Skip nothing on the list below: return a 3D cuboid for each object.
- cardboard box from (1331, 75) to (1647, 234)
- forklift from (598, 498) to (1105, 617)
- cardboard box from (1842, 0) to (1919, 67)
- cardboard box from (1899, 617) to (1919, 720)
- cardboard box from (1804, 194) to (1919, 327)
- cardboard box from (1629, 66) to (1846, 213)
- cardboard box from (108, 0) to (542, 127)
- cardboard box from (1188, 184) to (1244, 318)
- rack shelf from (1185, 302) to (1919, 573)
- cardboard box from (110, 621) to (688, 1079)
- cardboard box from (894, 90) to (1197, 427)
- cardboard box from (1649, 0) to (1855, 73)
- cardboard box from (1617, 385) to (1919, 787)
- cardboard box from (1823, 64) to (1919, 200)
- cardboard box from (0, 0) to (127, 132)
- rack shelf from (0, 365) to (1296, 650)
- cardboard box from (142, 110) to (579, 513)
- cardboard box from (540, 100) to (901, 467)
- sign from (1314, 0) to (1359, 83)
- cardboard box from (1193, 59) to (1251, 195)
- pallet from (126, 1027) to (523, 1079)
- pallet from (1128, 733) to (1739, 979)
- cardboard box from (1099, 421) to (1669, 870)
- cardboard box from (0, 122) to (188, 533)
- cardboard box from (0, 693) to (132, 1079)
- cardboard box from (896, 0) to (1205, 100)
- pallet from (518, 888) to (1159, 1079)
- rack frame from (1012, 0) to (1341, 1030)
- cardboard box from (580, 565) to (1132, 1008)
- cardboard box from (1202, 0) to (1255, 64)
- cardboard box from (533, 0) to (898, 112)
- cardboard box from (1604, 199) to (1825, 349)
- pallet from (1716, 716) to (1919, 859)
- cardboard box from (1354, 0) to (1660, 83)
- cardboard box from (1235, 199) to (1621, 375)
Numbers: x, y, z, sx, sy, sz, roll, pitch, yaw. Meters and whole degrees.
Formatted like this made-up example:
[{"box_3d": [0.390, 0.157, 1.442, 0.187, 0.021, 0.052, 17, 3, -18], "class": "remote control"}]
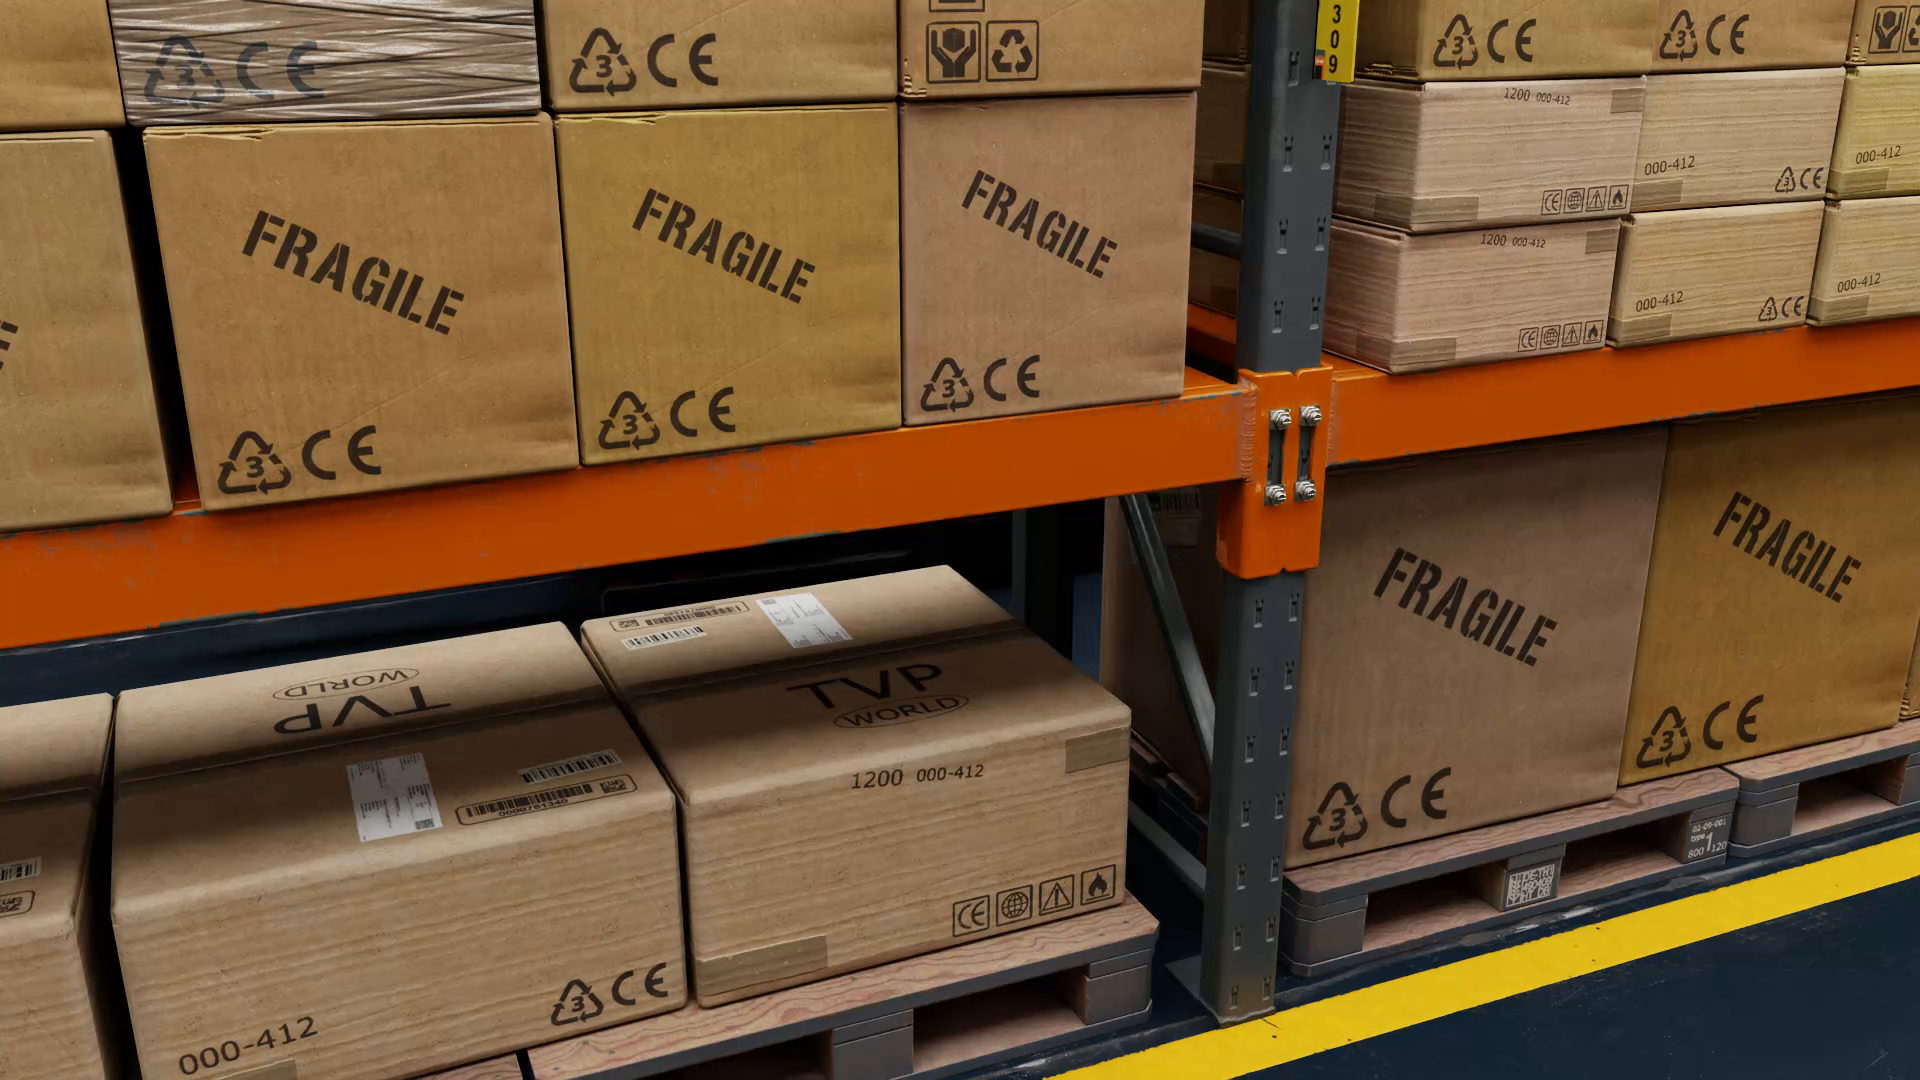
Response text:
[{"box_3d": [0.890, -0.747, 3.099, 0.500, 0.250, 0.500, -9, 21, -23], "class": "cardboard box"}, {"box_3d": [-0.943, -1.290, 5.272, 3.031, 2.935, 1.130, -7, 20, -18], "class": "forklift"}, {"box_3d": [1.810, -1.239, 3.369, 0.500, 0.500, 0.500, -9, 21, -23], "class": "cardboard box"}, {"box_3d": [2.560, -0.150, 4.499, 0.875, 0.875, 0.875, -8, 21, -21], "class": "cardboard box"}, {"box_3d": [1.834, -0.647, 3.570, 0.500, 0.250, 0.500, -8, 21, -22], "class": "cardboard box"}, {"box_3d": [1.358, -0.824, 3.318, 0.500, 0.250, 0.500, -8, 21, -21], "class": "cardboard box"}, {"box_3d": [-0.882, -0.848, 2.258, 0.500, 0.500, 0.500, -8, 21, -21], "class": "cardboard box"}, {"box_3d": [0.687, -0.675, 3.648, 0.500, 0.250, 0.500, -9, 21, -23], "class": "cardboard box"}, {"box_3d": [2.211, -0.534, 4.104, 4.000, 0.370, 1.077, -8, 21, -22], "class": "rack shelf"}, {"box_3d": [-1.066, 0.569, 3.116, 0.875, 0.438, 0.875, -9, 21, -24], "class": "cardboard box"}, {"box_3d": [0.050, -0.518, 2.826, 0.500, 0.500, 0.500, -8, 21, -21], "class": "cardboard box"}, {"box_3d": [1.349, -1.174, 3.184, 0.500, 0.500, 0.500, -8, 21, -22], "class": "cardboard box"}, {"box_3d": [1.738, -0.033, 4.166, 0.875, 0.875, 0.875, -8, 21, -20], "class": "cardboard box"}, {"box_3d": [1.832, -0.882, 3.484, 0.500, 0.250, 0.500, -8, 21, -21], "class": "cardboard box"}, {"box_3d": [-1.346, -0.785, 2.078, 0.500, 0.500, 0.500, -8, 21, -22], "class": "cardboard box"}, {"box_3d": [-1.462, -0.007, 2.610, 4.000, 0.370, 1.077, -8, 21, -22], "class": "rack shelf"}, {"box_3d": [-0.876, -0.378, 2.428, 0.500, 0.500, 0.500, -8, 21, -23], "class": "cardboard box"}, {"box_3d": [-0.420, -0.449, 2.629, 0.500, 0.500, 0.500, -9, 21, -23], "class": "cardboard box"}, {"box_3d": [0.596, -0.886, 2.600, 0.005, 0.325, 0.100, -8, 21, -22], "class": "sign"}, {"box_3d": [0.683, -0.907, 3.554, 0.500, 0.250, 0.500, -8, 21, -22], "class": "cardboard box"}, {"box_3d": [-1.477, 0.944, 3.025, 1.213, 0.211, 1.003, -8, 21, -22], "class": "pallet"}, {"box_3d": [1.053, 0.581, 4.054, 1.213, 0.211, 1.003, -8, 21, -22], "class": "pallet"}, {"box_3d": [0.912, 0.088, 3.821, 0.875, 0.875, 0.875, -7, 21, -20], "class": "cardboard box"}, {"box_3d": [-1.363, -0.314, 2.246, 0.500, 0.500, 0.500, -7, 21, -20], "class": "cardboard box"}, {"box_3d": [-1.895, 0.687, 2.781, 0.875, 0.438, 0.875, -8, 21, -20], "class": "cardboard box"}, {"box_3d": [0.051, -0.982, 2.639, 0.500, 0.500, 0.500, -8, 21, -22], "class": "cardboard box"}, {"box_3d": [-0.355, 0.782, 3.484, 1.213, 0.211, 1.003, -8, 21, -22], "class": "pallet"}, {"box_3d": [0.374, -0.610, 3.237, 0.127, 3.000, 1.000, -8, 21, -22], "class": "rack frame"}, {"box_3d": [-0.245, 0.451, 3.451, 0.875, 0.438, 0.875, -8, 21, -23], "class": "cardboard box"}, {"box_3d": [0.685, -1.264, 3.439, 0.500, 0.500, 0.500, -7, 21, -20], "class": "cardboard box"}, {"box_3d": [-0.419, -0.918, 2.457, 0.500, 0.500, 0.500, -8, 21, -23], "class": "cardboard box"}, {"box_3d": [1.358, -0.585, 3.393, 0.500, 0.250, 0.500, -9, 21, -23], "class": "cardboard box"}, {"box_3d": [2.175, 0.419, 4.513, 1.213, 0.211, 1.003, -8, 21, -22], "class": "pallet"}, {"box_3d": [0.892, -1.099, 2.970, 0.500, 0.500, 0.500, -8, 21, -21], "class": "cardboard box"}, {"box_3d": [0.883, -0.516, 3.198, 0.500, 0.250, 0.500, -9, 21, -23], "class": "cardboard box"}]
